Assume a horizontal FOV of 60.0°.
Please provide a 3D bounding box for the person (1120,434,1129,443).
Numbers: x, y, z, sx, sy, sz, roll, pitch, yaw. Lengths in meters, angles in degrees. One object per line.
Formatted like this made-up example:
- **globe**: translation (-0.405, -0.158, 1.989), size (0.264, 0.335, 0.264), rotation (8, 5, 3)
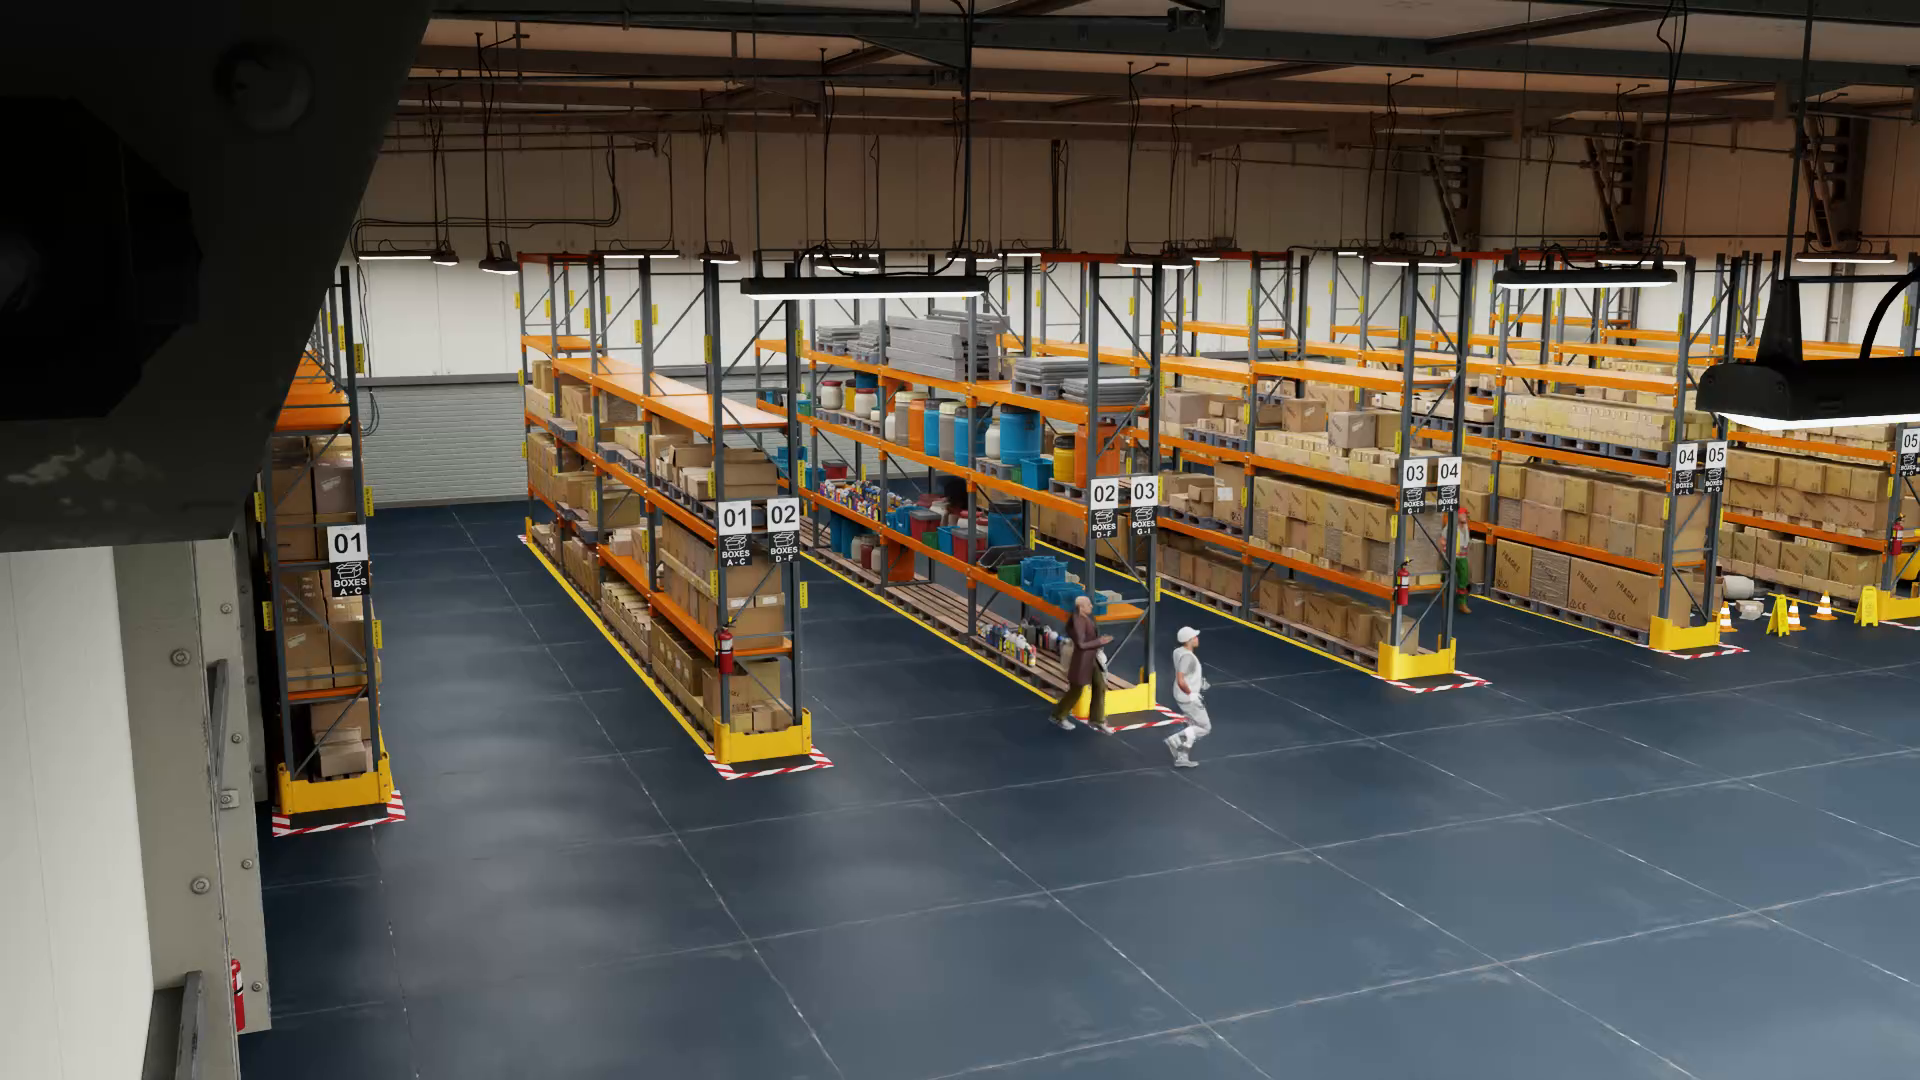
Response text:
- **person**: translation (3.903, -1.850, 40.346), size (0.715, 1.742, 0.714), rotation (0, 10, 0)

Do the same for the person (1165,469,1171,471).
- **person**: translation (4.175, -0.614, 34.119), size (0.648, 1.569, 0.723), rotation (-4, 11, -21)

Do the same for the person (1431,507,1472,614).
- **person**: translation (8.455, 0.300, 28.450), size (0.685, 1.775, 1.031), rotation (-5, 12, -27)

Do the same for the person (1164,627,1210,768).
- **person**: translation (2.734, 1.887, 19.925), size (0.594, 1.735, 0.661), rotation (-1, 10, -4)

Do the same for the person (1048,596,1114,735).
- **person**: translation (1.550, 1.613, 21.261), size (0.849, 1.840, 0.693), rotation (3, 11, 17)
